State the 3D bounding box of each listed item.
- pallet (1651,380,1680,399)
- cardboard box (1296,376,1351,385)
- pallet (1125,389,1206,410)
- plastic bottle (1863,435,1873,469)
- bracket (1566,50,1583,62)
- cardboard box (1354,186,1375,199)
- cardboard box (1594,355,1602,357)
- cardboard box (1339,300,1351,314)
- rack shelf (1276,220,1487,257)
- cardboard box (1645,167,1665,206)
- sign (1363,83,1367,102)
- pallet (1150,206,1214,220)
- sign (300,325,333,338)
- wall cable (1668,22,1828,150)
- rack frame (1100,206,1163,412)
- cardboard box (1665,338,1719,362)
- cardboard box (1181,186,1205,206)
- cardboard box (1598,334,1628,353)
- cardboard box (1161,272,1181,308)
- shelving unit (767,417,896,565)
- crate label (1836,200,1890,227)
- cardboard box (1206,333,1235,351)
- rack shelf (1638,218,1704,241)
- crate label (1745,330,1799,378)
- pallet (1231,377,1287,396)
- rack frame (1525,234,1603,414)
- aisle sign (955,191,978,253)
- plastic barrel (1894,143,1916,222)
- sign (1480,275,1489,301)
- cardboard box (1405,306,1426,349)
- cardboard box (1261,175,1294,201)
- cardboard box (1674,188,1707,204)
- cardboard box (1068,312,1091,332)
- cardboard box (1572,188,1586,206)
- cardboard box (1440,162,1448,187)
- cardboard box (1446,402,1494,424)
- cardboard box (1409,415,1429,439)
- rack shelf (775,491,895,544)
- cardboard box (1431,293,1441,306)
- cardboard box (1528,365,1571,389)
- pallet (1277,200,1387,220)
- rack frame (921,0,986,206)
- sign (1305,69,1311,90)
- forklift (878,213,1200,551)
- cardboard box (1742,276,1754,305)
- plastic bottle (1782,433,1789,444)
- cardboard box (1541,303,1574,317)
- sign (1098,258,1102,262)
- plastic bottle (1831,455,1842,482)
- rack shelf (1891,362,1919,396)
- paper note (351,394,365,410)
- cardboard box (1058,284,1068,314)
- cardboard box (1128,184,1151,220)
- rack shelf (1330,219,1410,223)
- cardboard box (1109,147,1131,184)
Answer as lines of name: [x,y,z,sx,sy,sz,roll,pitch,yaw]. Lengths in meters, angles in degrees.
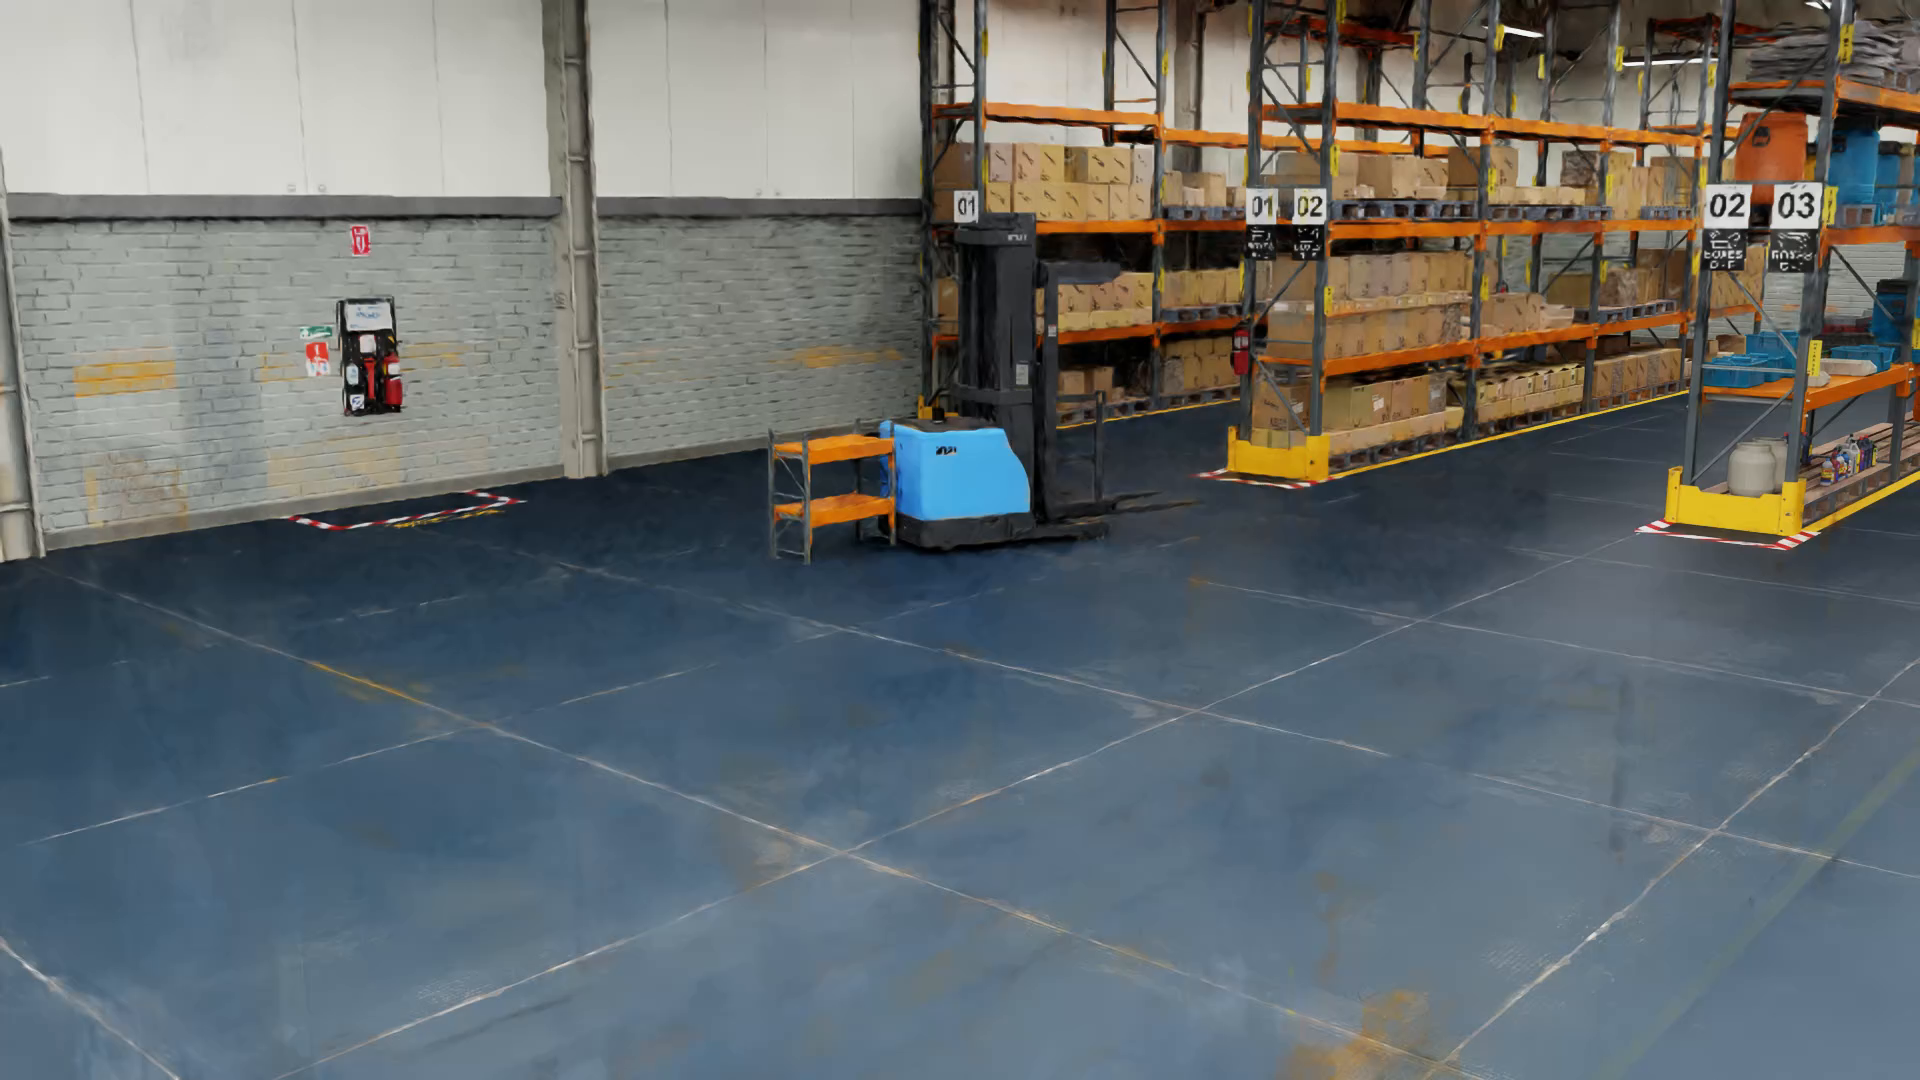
pallet: [11.044,-2.500,27.187,1.003,0.211,1.213,10,15,40]
cardboard box: [4.411,-1.718,20.187,0.500,0.500,0.500,10,15,40]
pallet: [3.061,-2.202,25.696,1.003,0.211,1.213,10,15,40]
plastic bottle: [9.782,-0.958,17.991,0.144,0.351,0.185,9,15,39]
bracket: [13.707,-10.800,37.118,0.235,0.232,0.430,10,15,40]
cardboard box: [4.541,-3.999,19.127,0.380,0.149,0.250,10,15,40]
cardboard box: [9.695,-2.637,26.015,0.500,0.500,0.500,9,14,38]
cardboard box: [4.225,-2.662,18.971,0.380,0.149,0.250,9,15,39]
rack shelf: [4.952,-3.639,19.948,1.077,0.370,4.000,10,15,40]
cardboard box: [10.741,-5.601,26.353,0.600,0.600,0.600,10,15,40]
sign: [7.429,-8.185,30.424,0.100,0.325,0.005,10,15,40]
pallet: [3.036,-4.910,24.959,1.213,0.211,1.003,10,15,40]
sign: [-6.333,-2.048,16.364,0.001,0.109,0.331,10,15,40]
wall cable: [16.504,-9.552,35.094,3.097,2.526,0.112,10,15,40]
rack frame: [2.548,-3.455,24.849,1.000,3.000,0.127,10,15,40]
cardboard box: [12.789,-3.260,29.126,0.797,0.503,0.637,10,15,40]
cardboard box: [3.376,-5.248,25.327,0.500,0.311,0.500,10,15,42]
cardboard box: [10.390,-3.163,26.731,0.500,0.250,0.500,10,15,40]
cardboard box: [2.910,-3.790,25.149,0.700,0.500,0.500,10,15,41]
shelving unit: [-1.113,-0.448,14.580,0.538,1.125,1.048,10,15,42]
crate label: [8.834,-3.216,16.375,0.502,0.251,0.408,10,15,40]
cardboard box: [4.329,-3.212,26.980,0.500,0.250,0.500,10,15,41]
rack shelf: [12.873,-5.404,28.788,1.077,0.370,4.000,10,15,40]
crate label: [8.362,-1.908,17.016,0.502,0.435,0.616,10,15,40]
pallet: [4.672,-2.561,27.494,1.003,0.211,1.213,10,15,40]
rack frame: [8.912,-3.403,24.591,1.000,3.000,0.127,10,15,40]
aisle sign: [0.086,-4.091,21.400,0.394,0.787,0.004,10,15,40]
plastic barrel: [10.595,-4.090,19.090,0.600,0.901,0.600,0,11,0]
sign: [6.690,-3.206,21.194,0.100,0.325,0.005,10,15,40]
cardboard box: [5.306,-2.646,20.544,0.700,0.500,0.500,10,15,41]
cardboard box: [5.460,-5.856,27.836,0.700,0.500,0.500,8,14,36]
cardboard box: [12.060,-5.674,27.407,0.500,0.250,0.500,10,15,40]
cardboard box: [1.477,-3.060,23.203,0.500,0.250,0.500,10,15,41]
cardboard box: [8.655,-4.932,23.900,0.500,0.250,0.500,8,14,36]
cardboard box: [8.845,-6.797,31.064,0.500,0.500,0.500,9,15,39]
cardboard box: [6.724,-1.699,22.010,0.500,0.250,0.500,9,15,39]
cardboard box: [5.474,-1.428,20.650,0.500,0.250,0.500,10,15,40]
rack shelf: [-1.113,-0.208,14.628,0.538,0.278,1.000,10,15,42]
cardboard box: [5.745,-3.000,20.663,0.380,0.149,0.250,10,15,40]
cardboard box: [8.413,-2.349,23.832,0.500,0.311,0.500,9,15,39]
pallet: [4.118,-3.754,18.917,1.003,0.211,1.213,10,15,40]
rack frame: [-0.092,-5.808,21.315,1.000,3.000,0.127,10,15,40]
sign: [5.603,-7.413,26.764,0.100,0.325,0.005,10,15,40]
forklift: [0.802,-1.516,15.318,3.031,2.935,1.130,-6,13,-26]
cardboard box: [13.762,-4.451,29.584,0.500,0.500,0.500,10,15,41]
plastic bottle: [9.021,-0.997,18.187,0.144,0.351,0.185,9,14,38]
cardboard box: [8.639,-3.312,24.360,0.500,0.311,0.500,11,16,44]
sign: [2.129,-4.094,25.092,0.100,0.325,0.005,10,15,40]
plastic bottle: [9.007,-0.740,17.100,0.097,0.271,0.097,0,11,0]
rack shelf: [11.310,-2.115,19.979,1.077,0.370,4.000,10,15,40]
paper note: [-6.069,-1.390,16.763,0.016,0.148,0.142,10,15,40]
cardboard box: [1.128,-3.348,22.733,0.500,0.500,0.500,9,14,39]
cardboard box: [2.399,-4.878,24.009,0.500,0.500,0.500,10,15,42]
rack shelf: [6.509,-5.455,29.045,1.077,0.370,4.000,10,15,40]
cardboard box: [2.066,-5.283,23.488,0.500,0.500,0.500,11,16,43]
